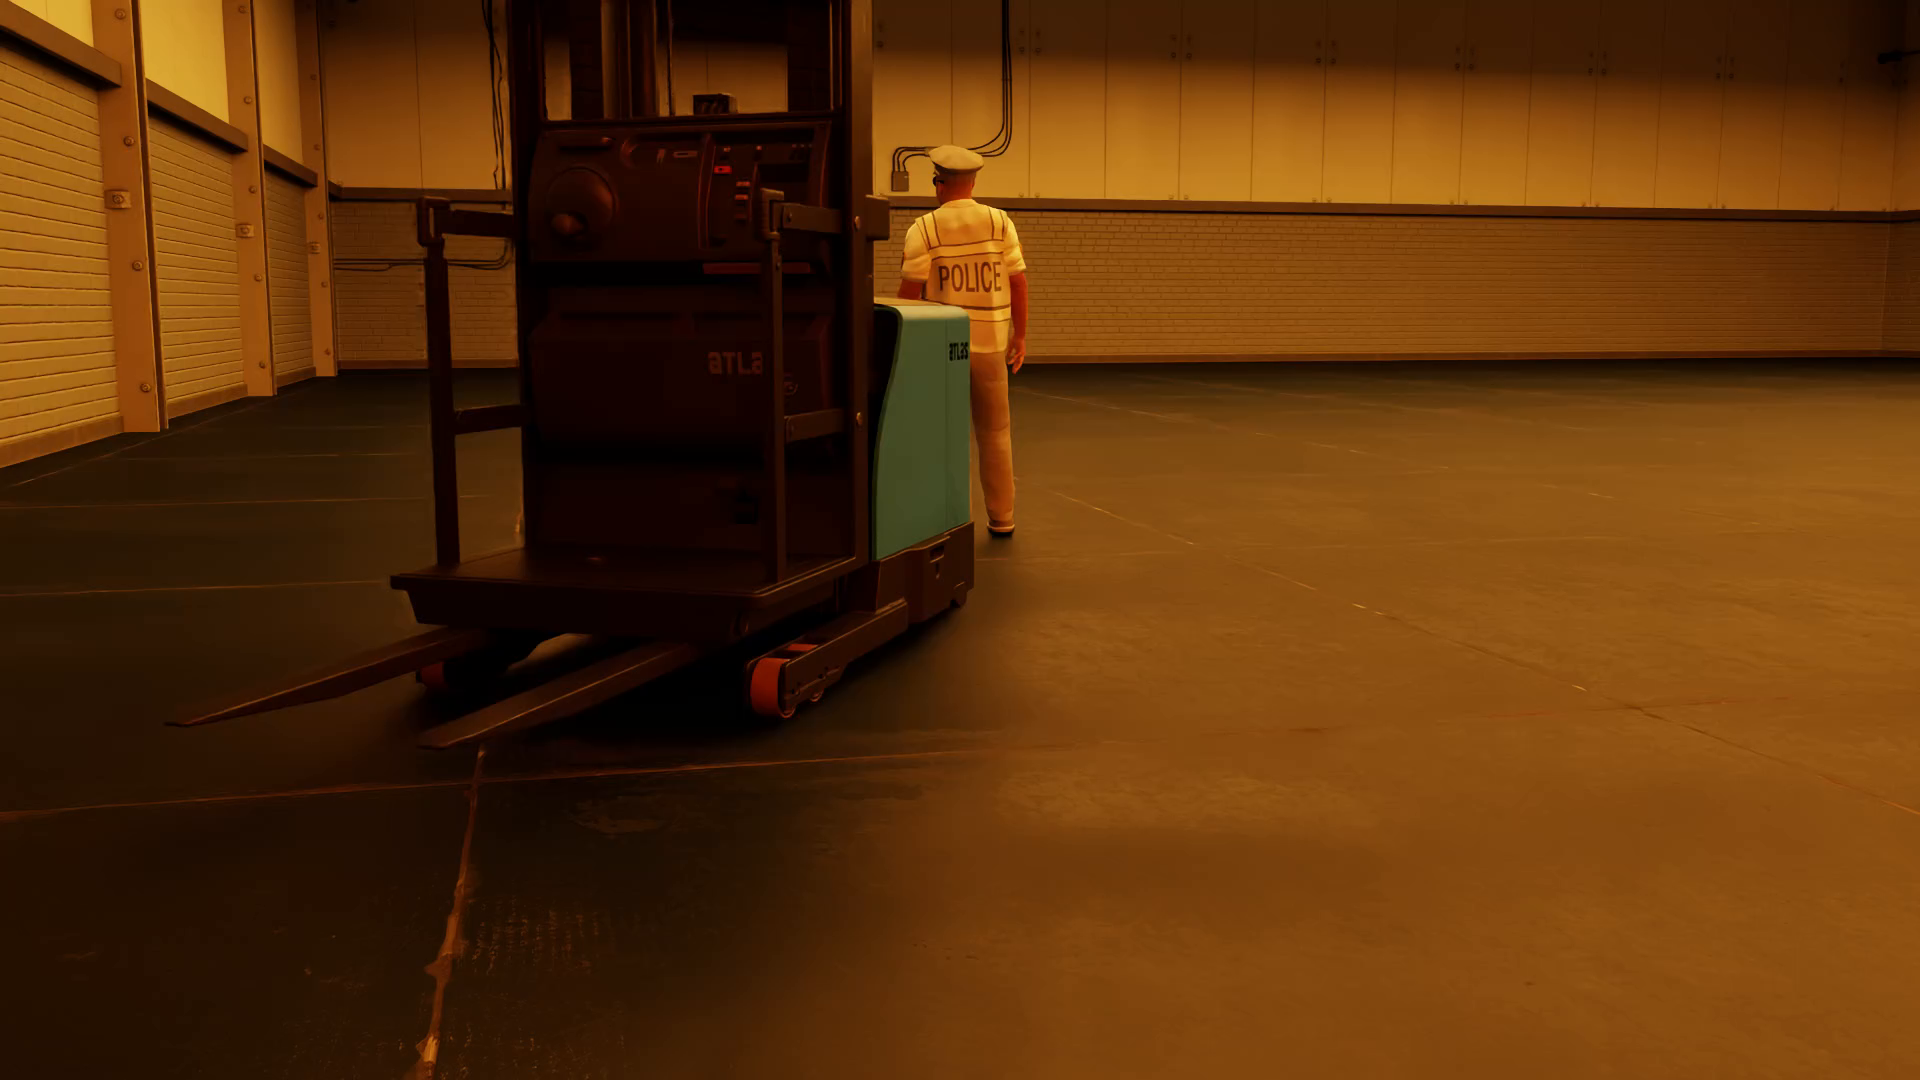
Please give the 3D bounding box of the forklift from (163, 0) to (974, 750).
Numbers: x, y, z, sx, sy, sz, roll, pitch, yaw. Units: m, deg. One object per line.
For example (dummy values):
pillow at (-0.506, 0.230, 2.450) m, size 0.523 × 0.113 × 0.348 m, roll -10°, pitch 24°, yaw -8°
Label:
forklift at (-0.875, -1.042, 4.584) m, size 1.130 × 2.935 × 3.031 m, roll 2°, pitch 8°, yaw 17°

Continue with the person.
person at (-0.007, -0.901, 7.660) m, size 0.641 × 1.780 × 0.574 m, roll -2°, pitch 8°, yaw -13°
